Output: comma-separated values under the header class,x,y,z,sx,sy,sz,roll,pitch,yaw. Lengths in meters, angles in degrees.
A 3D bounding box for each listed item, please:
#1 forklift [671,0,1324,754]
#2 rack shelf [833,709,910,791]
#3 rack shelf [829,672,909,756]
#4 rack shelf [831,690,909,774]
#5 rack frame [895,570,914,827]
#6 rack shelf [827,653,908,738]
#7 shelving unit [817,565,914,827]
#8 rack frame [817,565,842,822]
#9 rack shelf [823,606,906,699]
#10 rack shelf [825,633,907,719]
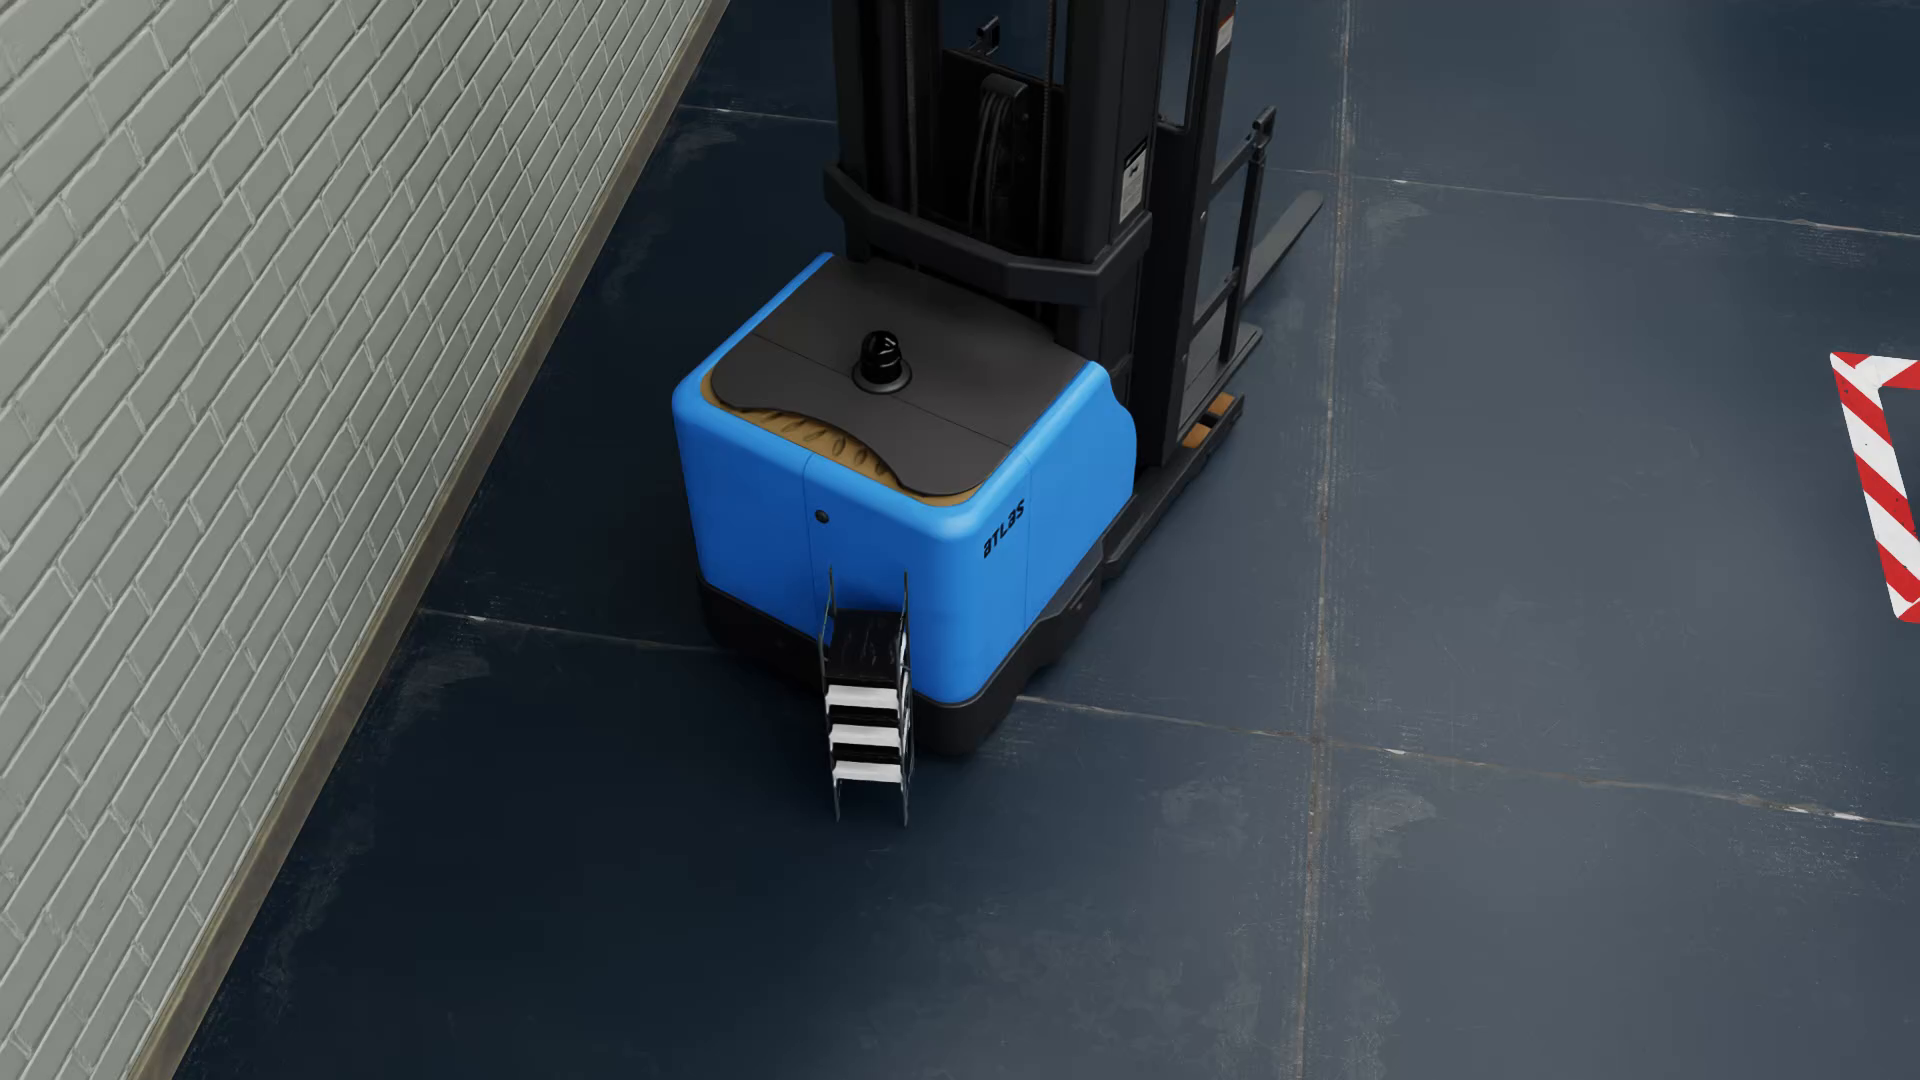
class,x,y,z,sx,sy,sz,roll,pitch,yaw
forklift,0.377,-1.408,5.045,1.130,2.935,3.031,25,53,21
rack shelf,-0.256,0.606,4.887,0.200,0.077,0.258,4,48,3
rack shelf,-0.256,0.486,4.752,0.200,0.077,0.258,4,48,3
rack shelf,-0.256,0.546,4.820,0.200,0.077,0.258,4,48,3
rack frame,-0.155,0.470,4.722,0.006,0.900,0.240,4,48,3
rack shelf,-0.256,0.426,4.685,0.200,0.077,0.258,4,48,3
shelving unit,-0.256,0.464,4.728,0.210,0.900,0.258,4,48,3
rack frame,-0.357,0.457,4.733,0.006,0.900,0.240,4,48,3
rack shelf,-0.256,0.306,4.551,0.200,0.077,0.258,4,48,3
rack shelf,-0.256,0.366,4.618,0.200,0.077,0.258,4,48,3
